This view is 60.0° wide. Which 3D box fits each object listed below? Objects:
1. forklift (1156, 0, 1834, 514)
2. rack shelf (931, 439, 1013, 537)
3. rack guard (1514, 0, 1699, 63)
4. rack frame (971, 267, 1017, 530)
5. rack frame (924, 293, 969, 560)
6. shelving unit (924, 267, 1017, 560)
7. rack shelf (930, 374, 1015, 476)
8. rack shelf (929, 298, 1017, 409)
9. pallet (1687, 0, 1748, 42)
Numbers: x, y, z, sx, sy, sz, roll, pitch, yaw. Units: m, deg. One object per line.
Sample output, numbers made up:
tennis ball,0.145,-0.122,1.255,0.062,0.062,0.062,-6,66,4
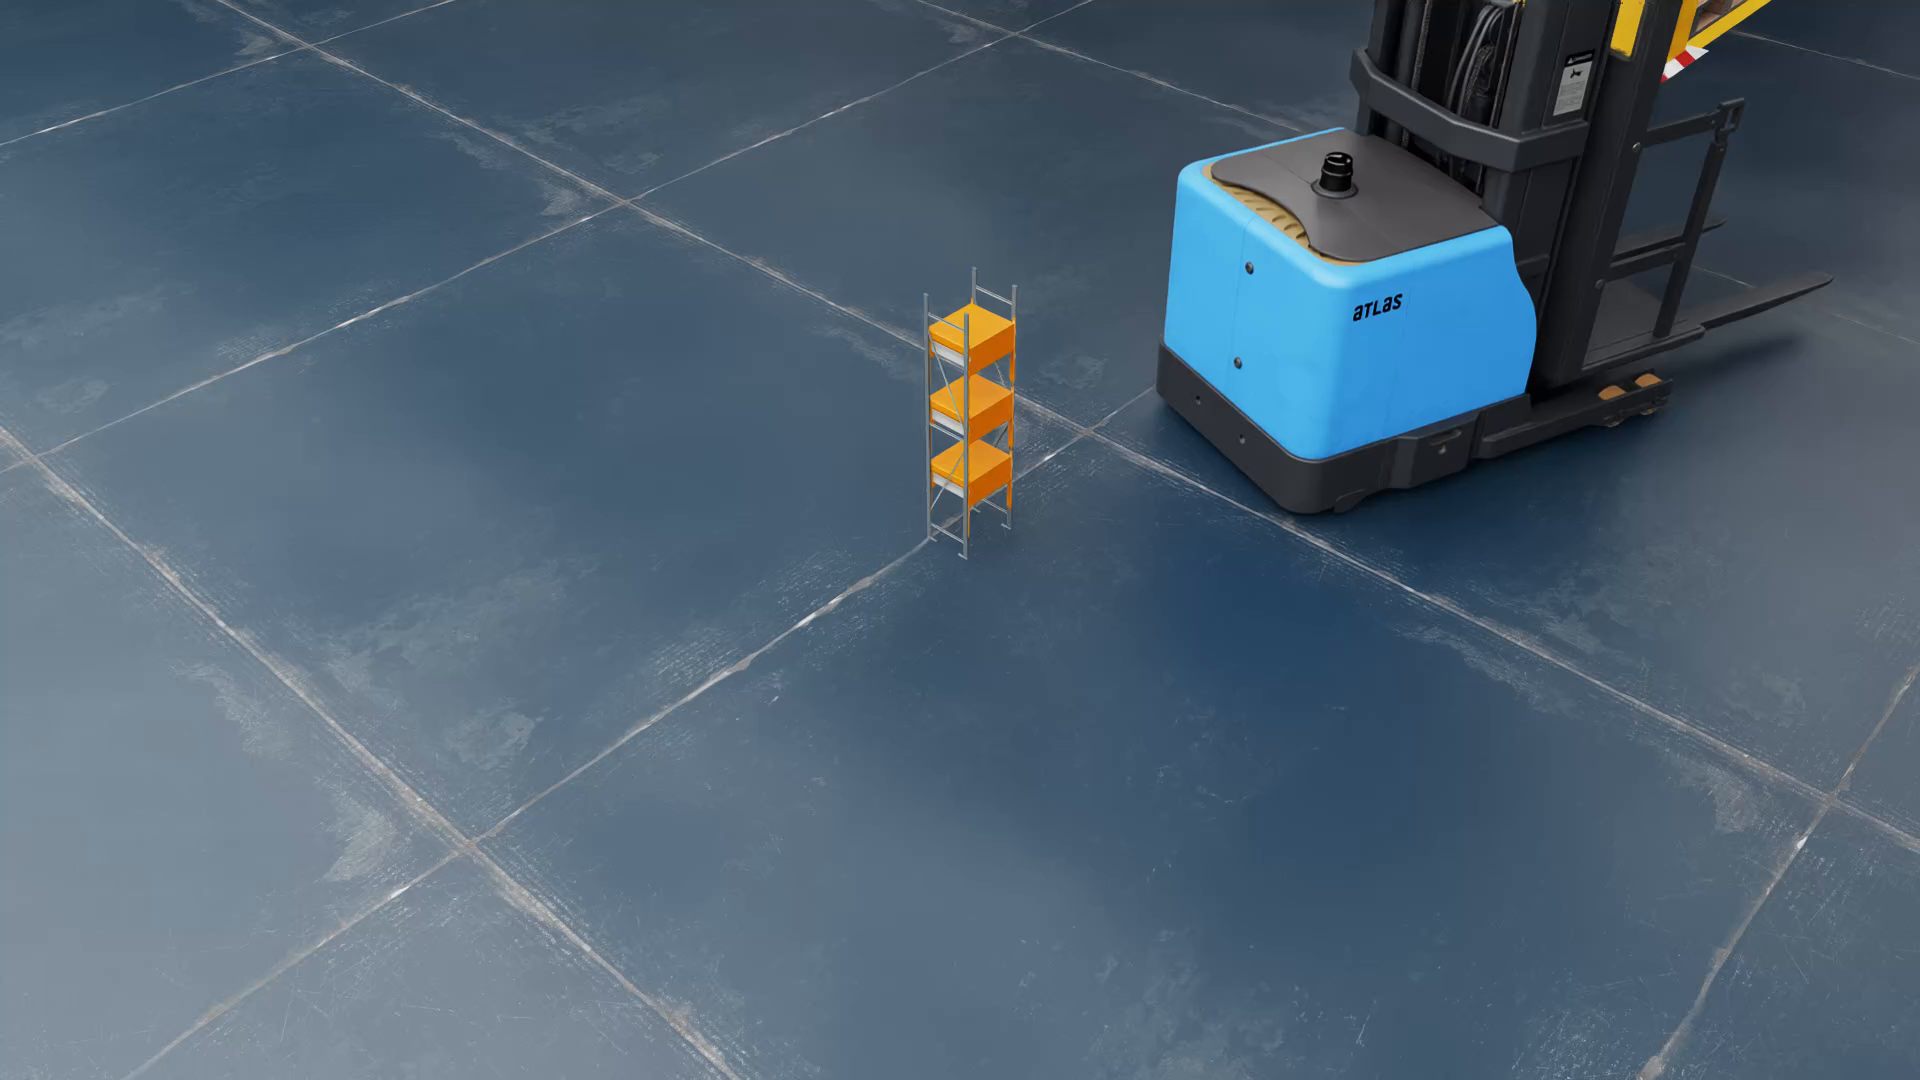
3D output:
forklift,2.365,-1.887,6.268,3.031,2.935,1.130,-18,42,-21
rack shelf,0.036,-0.210,6.134,0.215,0.259,0.240,30,47,32
rack guard,3.815,-3.307,10.007,1.175,0.500,0.348,30,47,32
rack frame,0.118,-0.492,6.025,0.200,1.050,0.008,30,47,32
rack frame,-0.046,-0.379,5.884,0.200,1.050,0.008,30,47,32
shelving unit,0.036,-0.436,5.954,0.215,1.050,0.252,30,47,32
rack shelf,0.036,-0.427,5.961,0.215,0.259,0.240,30,47,32
rack shelf,0.036,-0.649,5.784,0.215,0.259,0.240,30,47,32
pallet,4.389,-3.552,10.548,1.003,0.211,1.213,30,47,32
